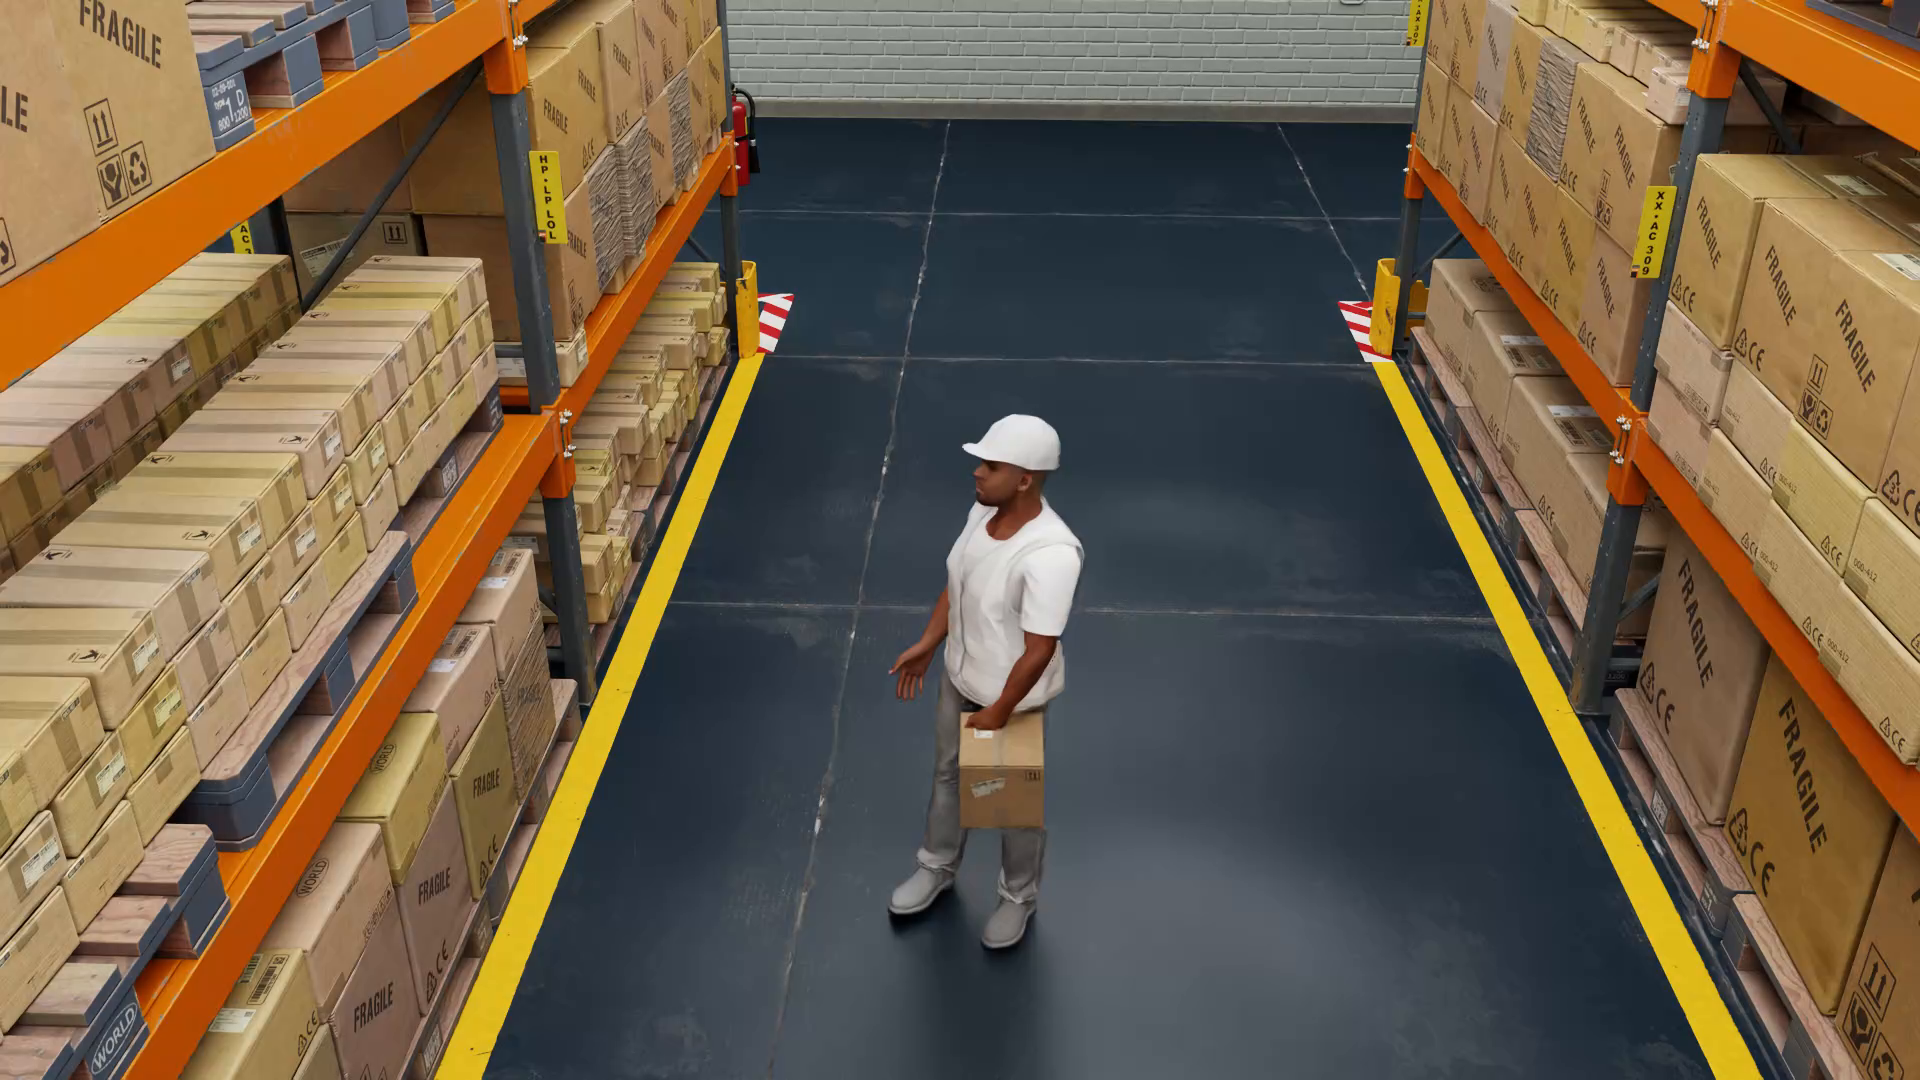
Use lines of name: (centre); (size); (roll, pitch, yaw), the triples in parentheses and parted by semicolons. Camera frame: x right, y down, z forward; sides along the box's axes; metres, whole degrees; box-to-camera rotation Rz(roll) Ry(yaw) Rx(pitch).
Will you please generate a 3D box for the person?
person: (0.072, 0.469, 5.180); (0.563, 1.771, 0.559); (-16, 32, -27)
